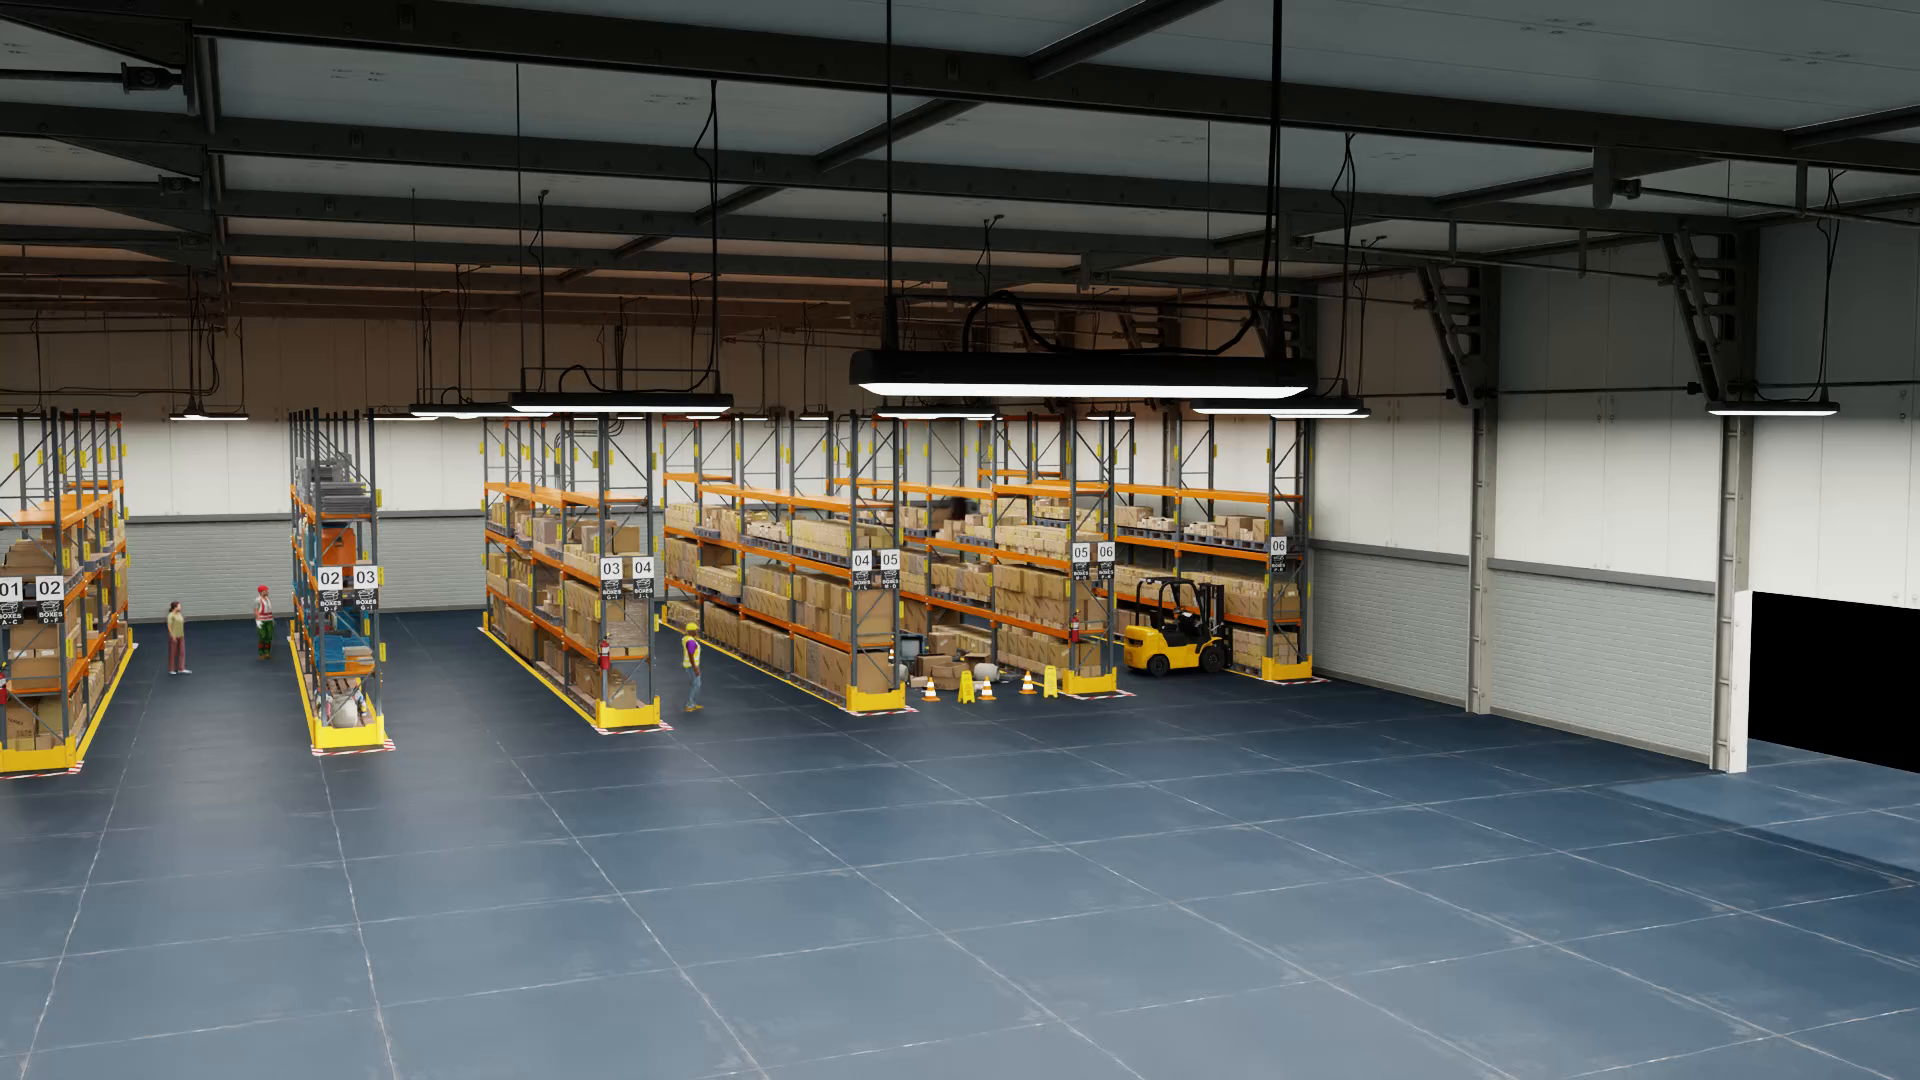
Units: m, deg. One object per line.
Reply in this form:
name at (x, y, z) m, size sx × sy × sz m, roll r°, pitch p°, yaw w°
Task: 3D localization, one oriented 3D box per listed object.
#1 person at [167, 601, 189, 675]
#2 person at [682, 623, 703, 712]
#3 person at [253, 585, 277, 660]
person at (-17.888, 2.235, 37.968) m, size 0.420 × 1.684 × 0.465 m, roll 2°, pitch 4°, yaw 25°
person at (-5.352, 2.564, 33.275) m, size 0.408 × 1.837 × 0.619 m, roll 0°, pitch 4°, yaw -5°
person at (-16.964, 2.016, 40.662) m, size 0.496 × 1.829 × 0.572 m, roll 3°, pitch 5°, yaw 35°
